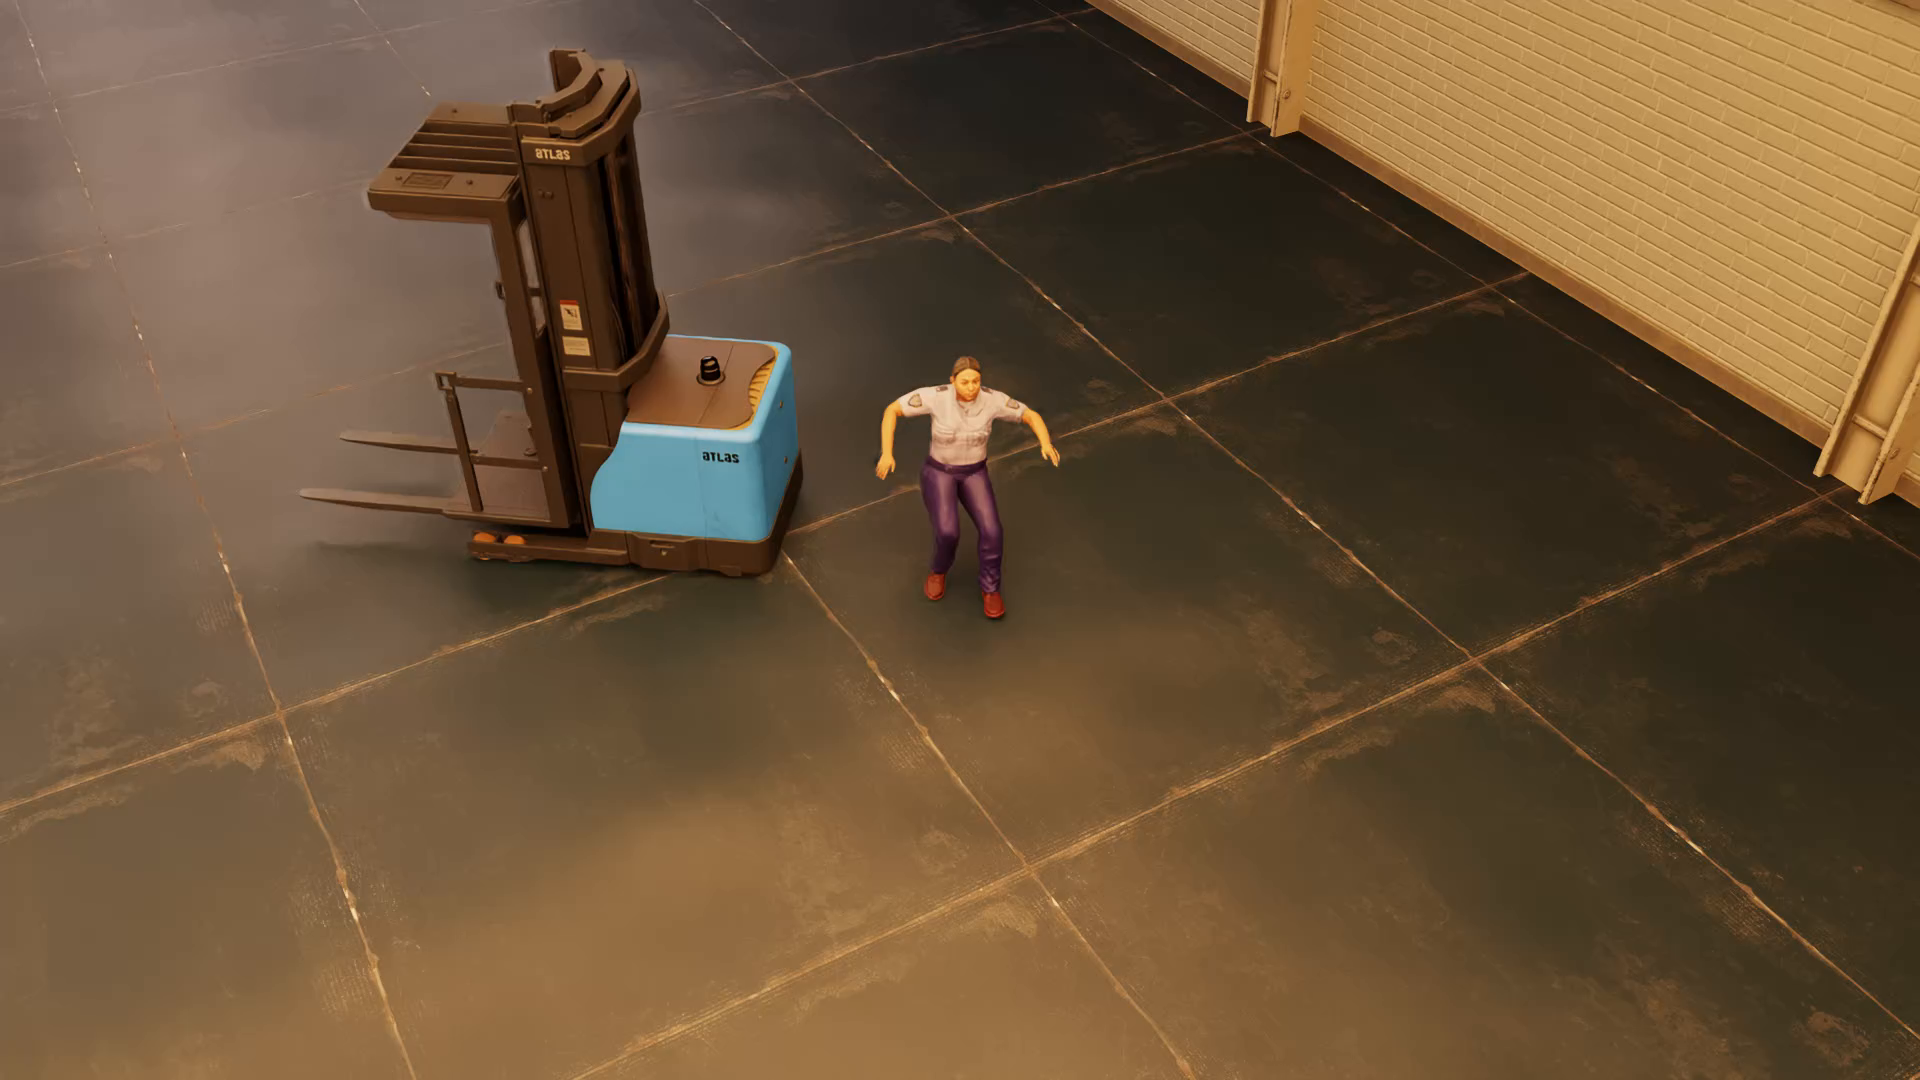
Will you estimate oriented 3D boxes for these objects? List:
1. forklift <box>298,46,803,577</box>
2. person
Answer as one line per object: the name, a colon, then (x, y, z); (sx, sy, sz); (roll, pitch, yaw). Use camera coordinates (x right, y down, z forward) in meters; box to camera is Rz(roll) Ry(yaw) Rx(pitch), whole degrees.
forklift: (-2.566, -1.320, 9.628); (3.031, 2.935, 1.130); (5, 40, 6)
person: (0.031, -0.300, 9.573); (0.995, 1.419, 0.802); (-12, 41, -14)
